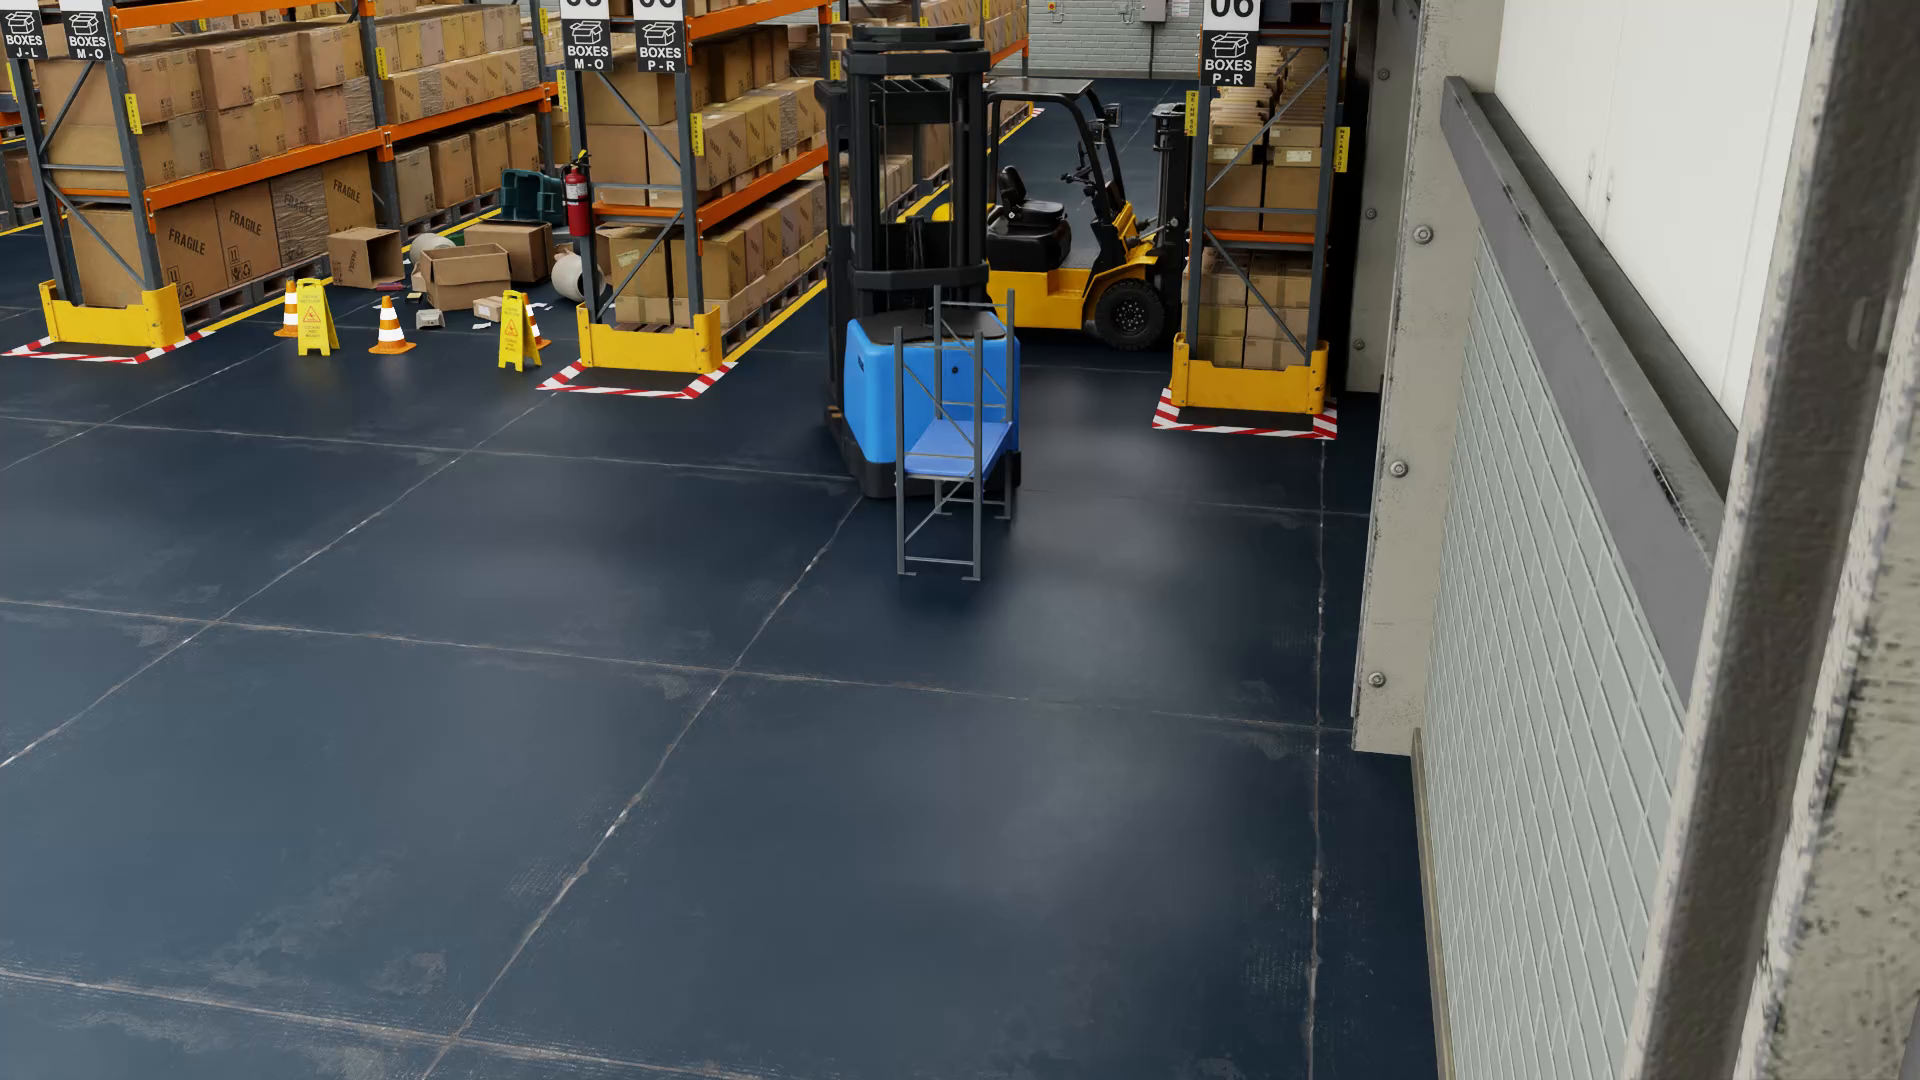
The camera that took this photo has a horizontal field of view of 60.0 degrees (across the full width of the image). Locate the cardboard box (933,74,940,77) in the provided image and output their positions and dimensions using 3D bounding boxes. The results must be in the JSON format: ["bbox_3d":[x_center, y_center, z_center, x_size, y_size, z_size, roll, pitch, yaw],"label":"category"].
[{"bbox_3d":[-0.546,-6.047,21.554,0.500,0.250,0.500,4,22,9],"label":"cardboard box"}]

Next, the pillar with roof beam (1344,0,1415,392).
[{"bbox_3d":[-0.942,-5.762,12.615,9.100,9.000,0.400,4,22,11],"label":"pillar with roof beam"}]

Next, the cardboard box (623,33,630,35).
[{"bbox_3d":[-5.023,-7.440,24.188,0.380,0.149,0.250,5,23,13],"label":"cardboard box"}]

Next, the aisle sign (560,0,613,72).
[{"bbox_3d":[-2.908,-4.047,12.908,0.394,0.787,0.004,4,22,11],"label":"aisle sign"}]

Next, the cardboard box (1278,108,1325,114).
[{"bbox_3d":[2.718,-3.337,13.224,0.380,0.149,0.250,5,22,11],"label":"cardboard box"}]

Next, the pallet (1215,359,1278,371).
[{"bbox_3d":[2.363,-1.455,13.683,1.003,0.211,1.213,4,22,11],"label":"pallet"}]

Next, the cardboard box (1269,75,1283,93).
[{"bbox_3d":[3.053,-4.598,16.754,0.380,0.149,0.250,4,22,11],"label":"cardboard box"}]

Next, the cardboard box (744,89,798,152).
[{"bbox_3d":[-1.842,-3.929,15.562,0.500,0.500,0.500,5,22,12],"label":"cardboard box"}]

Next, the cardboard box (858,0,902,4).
[{"bbox_3d":[-1.033,-6.675,21.441,0.500,0.500,0.500,5,22,12],"label":"cardboard box"}]

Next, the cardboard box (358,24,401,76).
[{"bbox_3d":[-6.566,-5.338,18.119,0.700,0.500,0.500,4,22,10],"label":"cardboard box"}]

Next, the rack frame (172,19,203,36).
[{"bbox_3d":[-10.681,-6.523,22.536,1.000,3.000,0.127,4,22,11],"label":"rack frame"}]

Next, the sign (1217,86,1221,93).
[{"bbox_3d":[2.531,-4.466,15.984,0.100,0.325,0.005,4,22,11],"label":"sign"}]

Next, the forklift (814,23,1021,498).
[{"bbox_3d":[-0.406,-2.150,11.770,1.130,2.935,3.031,-5,22,-11],"label":"forklift"}]

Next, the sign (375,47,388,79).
[{"bbox_3d":[-6.118,-5.042,17.593,0.100,0.325,0.005,4,22,11],"label":"sign"}]

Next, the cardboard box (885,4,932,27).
[{"bbox_3d":[-0.639,-6.440,20.856,0.500,0.500,0.500,4,22,9],"label":"cardboard box"}]

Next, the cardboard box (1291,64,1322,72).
[{"bbox_3d":[3.703,-4.942,17.606,0.380,0.149,0.250,5,22,11],"label":"cardboard box"}]

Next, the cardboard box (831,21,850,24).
[{"bbox_3d":[-1.298,-6.000,20.143,0.500,0.500,0.500,4,22,9],"label":"cardboard box"}]

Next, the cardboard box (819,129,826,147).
[{"bbox_3d":[-1.563,-4.048,16.725,0.380,0.149,0.250,4,22,10],"label":"cardboard box"}]

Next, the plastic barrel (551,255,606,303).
[{"bbox_3d":[-3.672,-2.518,16.039,0.421,0.421,0.512,-16,27,-35],"label":"plastic barrel"}]

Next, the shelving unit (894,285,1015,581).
[{"bbox_3d":[-0.017,-0.665,9.996,0.538,1.500,1.048,4,22,11],"label":"shelving unit"}]

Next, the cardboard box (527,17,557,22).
[{"bbox_3d":[-5.875,-7.245,23.304,0.380,0.149,0.250,5,23,13],"label":"cardboard box"}]

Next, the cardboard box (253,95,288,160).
[{"bbox_3d":[-7.051,-3.986,16.036,0.875,0.550,0.500,4,22,11],"label":"cardboard box"}]

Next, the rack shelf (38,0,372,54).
[{"bbox_3d":[-7.070,-4.972,15.631,1.077,0.370,4.000,4,22,11],"label":"rack shelf"}]

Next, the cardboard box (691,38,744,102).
[{"bbox_3d":[-2.369,-4.245,15.007,0.700,0.500,0.500,4,22,11],"label":"cardboard box"}]

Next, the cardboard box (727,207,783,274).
[{"bbox_3d":[-1.959,-2.766,15.322,0.500,0.500,0.500,5,22,12],"label":"cardboard box"}]

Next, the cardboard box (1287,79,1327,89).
[{"bbox_3d":[3.163,-4.087,15.086,0.380,0.149,0.250,4,22,10],"label":"cardboard box"}]

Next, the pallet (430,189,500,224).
[{"bbox_3d":[-6.331,-4.087,20.220,1.003,0.211,1.213,4,22,11],"label":"pallet"}]

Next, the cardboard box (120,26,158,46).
[{"bbox_3d":[-10.768,-6.352,21.415,0.700,0.500,0.500,8,23,19],"label":"cardboard box"}]

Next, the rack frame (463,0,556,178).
[{"bbox_3d":[-5.846,-6.108,21.505,1.000,3.000,0.127,4,22,11],"label":"rack frame"}]

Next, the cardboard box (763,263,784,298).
[{"bbox_3d":[-1.966,-2.422,15.471,0.500,0.250,0.500,6,23,15],"label":"cardboard box"}]

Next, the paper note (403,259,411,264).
[{"bbox_3d":[-5.913,-2.954,17.645,0.147,0.020,0.142,-11,25,-26],"label":"paper note"}]

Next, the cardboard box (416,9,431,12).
[{"bbox_3d":[-9.197,-8.758,27.886,0.500,0.250,0.500,4,22,11],"label":"cardboard box"}]

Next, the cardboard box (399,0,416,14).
[{"bbox_3d":[-9.307,-8.928,27.306,0.500,0.500,0.500,4,22,9],"label":"cardboard box"}]

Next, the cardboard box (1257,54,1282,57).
[{"bbox_3d":[3.406,-5.354,18.630,0.380,0.149,0.250,5,22,12],"label":"cardboard box"}]

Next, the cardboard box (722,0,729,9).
[{"bbox_3d":[-2.146,-4.503,13.841,0.380,0.149,0.250,4,22,11],"label":"cardboard box"}]

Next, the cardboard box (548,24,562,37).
[{"bbox_3d":[-5.455,-6.805,22.212,0.380,0.149,0.250,4,22,11],"label":"cardboard box"}]

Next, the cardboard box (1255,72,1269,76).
[{"bbox_3d":[2.709,-4.319,15.663,0.380,0.149,0.250,5,22,12],"label":"cardboard box"}]

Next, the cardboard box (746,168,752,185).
[{"bbox_3d":[-2.052,-3.205,14.632,0.380,0.149,0.250,5,22,12],"label":"cardboard box"}]

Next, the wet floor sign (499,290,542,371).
[{"bbox_3d":[-3.698,-1.762,13.865,0.267,0.644,0.232,13,25,29],"label":"wet floor sign"}]

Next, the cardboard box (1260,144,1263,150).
[{"bbox_3d":[2.242,-3.236,13.372,0.380,0.149,0.250,4,22,11],"label":"cardboard box"}]

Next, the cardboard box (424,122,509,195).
[{"bbox_3d":[-6.233,-4.724,20.517,1.050,0.750,0.750,5,22,12],"label":"cardboard box"}]

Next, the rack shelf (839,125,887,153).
[{"bbox_3d":[-1.387,-4.703,18.978,1.077,0.370,4.000,4,22,11],"label":"rack shelf"}]

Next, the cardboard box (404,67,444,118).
[{"bbox_3d":[-6.189,-5.048,18.739,0.500,0.500,0.500,5,22,11],"label":"cardboard box"}]

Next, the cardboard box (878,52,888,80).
[{"bbox_3d":[-1.109,-5.385,18.616,0.500,0.500,0.500,4,22,9],"label":"cardboard box"}]

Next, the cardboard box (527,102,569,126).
[{"bbox_3d":[-5.468,-5.725,22.334,0.500,0.250,0.500,3,22,8],"label":"cardboard box"}]

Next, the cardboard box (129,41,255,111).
[{"bbox_3d":[-7.095,-4.288,15.340,0.875,0.550,0.550,4,22,11],"label":"cardboard box"}]

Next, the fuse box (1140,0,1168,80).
[{"bbox_3d":[3.808,-9.947,32.760,0.539,1.711,0.414,4,22,11],"label":"fuse box"}]

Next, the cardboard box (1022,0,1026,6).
[{"bbox_3d":[0.788,-9.009,27.236,0.500,0.500,0.500,5,23,13],"label":"cardboard box"}]

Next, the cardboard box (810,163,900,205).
[{"bbox_3d":[-1.247,-4.267,19.890,0.950,0.372,0.625,4,22,10],"label":"cardboard box"}]

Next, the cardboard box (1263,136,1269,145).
[{"bbox_3d":[2.311,-3.088,13.872,0.500,0.500,0.500,4,22,10],"label":"cardboard box"}]

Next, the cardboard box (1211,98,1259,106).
[{"bbox_3d":[2.278,-3.572,13.807,0.380,0.149,0.250,5,22,12],"label":"cardboard box"}]

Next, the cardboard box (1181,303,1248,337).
[{"bbox_3d":[2.042,-1.818,13.302,0.500,0.250,0.500,4,22,10],"label":"cardboard box"}]

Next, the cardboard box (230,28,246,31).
[{"bbox_3d":[-10.212,-6.916,23.376,0.500,0.500,0.500,4,22,9],"label":"cardboard box"}]

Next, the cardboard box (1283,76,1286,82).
[{"bbox_3d":[3.244,-4.848,17.907,0.500,0.250,0.500,5,22,12],"label":"cardboard box"}]

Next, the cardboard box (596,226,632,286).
[{"bbox_3d":[-3.346,-2.859,16.779,0.500,0.500,0.500,-16,27,-35],"label":"cardboard box"}]
